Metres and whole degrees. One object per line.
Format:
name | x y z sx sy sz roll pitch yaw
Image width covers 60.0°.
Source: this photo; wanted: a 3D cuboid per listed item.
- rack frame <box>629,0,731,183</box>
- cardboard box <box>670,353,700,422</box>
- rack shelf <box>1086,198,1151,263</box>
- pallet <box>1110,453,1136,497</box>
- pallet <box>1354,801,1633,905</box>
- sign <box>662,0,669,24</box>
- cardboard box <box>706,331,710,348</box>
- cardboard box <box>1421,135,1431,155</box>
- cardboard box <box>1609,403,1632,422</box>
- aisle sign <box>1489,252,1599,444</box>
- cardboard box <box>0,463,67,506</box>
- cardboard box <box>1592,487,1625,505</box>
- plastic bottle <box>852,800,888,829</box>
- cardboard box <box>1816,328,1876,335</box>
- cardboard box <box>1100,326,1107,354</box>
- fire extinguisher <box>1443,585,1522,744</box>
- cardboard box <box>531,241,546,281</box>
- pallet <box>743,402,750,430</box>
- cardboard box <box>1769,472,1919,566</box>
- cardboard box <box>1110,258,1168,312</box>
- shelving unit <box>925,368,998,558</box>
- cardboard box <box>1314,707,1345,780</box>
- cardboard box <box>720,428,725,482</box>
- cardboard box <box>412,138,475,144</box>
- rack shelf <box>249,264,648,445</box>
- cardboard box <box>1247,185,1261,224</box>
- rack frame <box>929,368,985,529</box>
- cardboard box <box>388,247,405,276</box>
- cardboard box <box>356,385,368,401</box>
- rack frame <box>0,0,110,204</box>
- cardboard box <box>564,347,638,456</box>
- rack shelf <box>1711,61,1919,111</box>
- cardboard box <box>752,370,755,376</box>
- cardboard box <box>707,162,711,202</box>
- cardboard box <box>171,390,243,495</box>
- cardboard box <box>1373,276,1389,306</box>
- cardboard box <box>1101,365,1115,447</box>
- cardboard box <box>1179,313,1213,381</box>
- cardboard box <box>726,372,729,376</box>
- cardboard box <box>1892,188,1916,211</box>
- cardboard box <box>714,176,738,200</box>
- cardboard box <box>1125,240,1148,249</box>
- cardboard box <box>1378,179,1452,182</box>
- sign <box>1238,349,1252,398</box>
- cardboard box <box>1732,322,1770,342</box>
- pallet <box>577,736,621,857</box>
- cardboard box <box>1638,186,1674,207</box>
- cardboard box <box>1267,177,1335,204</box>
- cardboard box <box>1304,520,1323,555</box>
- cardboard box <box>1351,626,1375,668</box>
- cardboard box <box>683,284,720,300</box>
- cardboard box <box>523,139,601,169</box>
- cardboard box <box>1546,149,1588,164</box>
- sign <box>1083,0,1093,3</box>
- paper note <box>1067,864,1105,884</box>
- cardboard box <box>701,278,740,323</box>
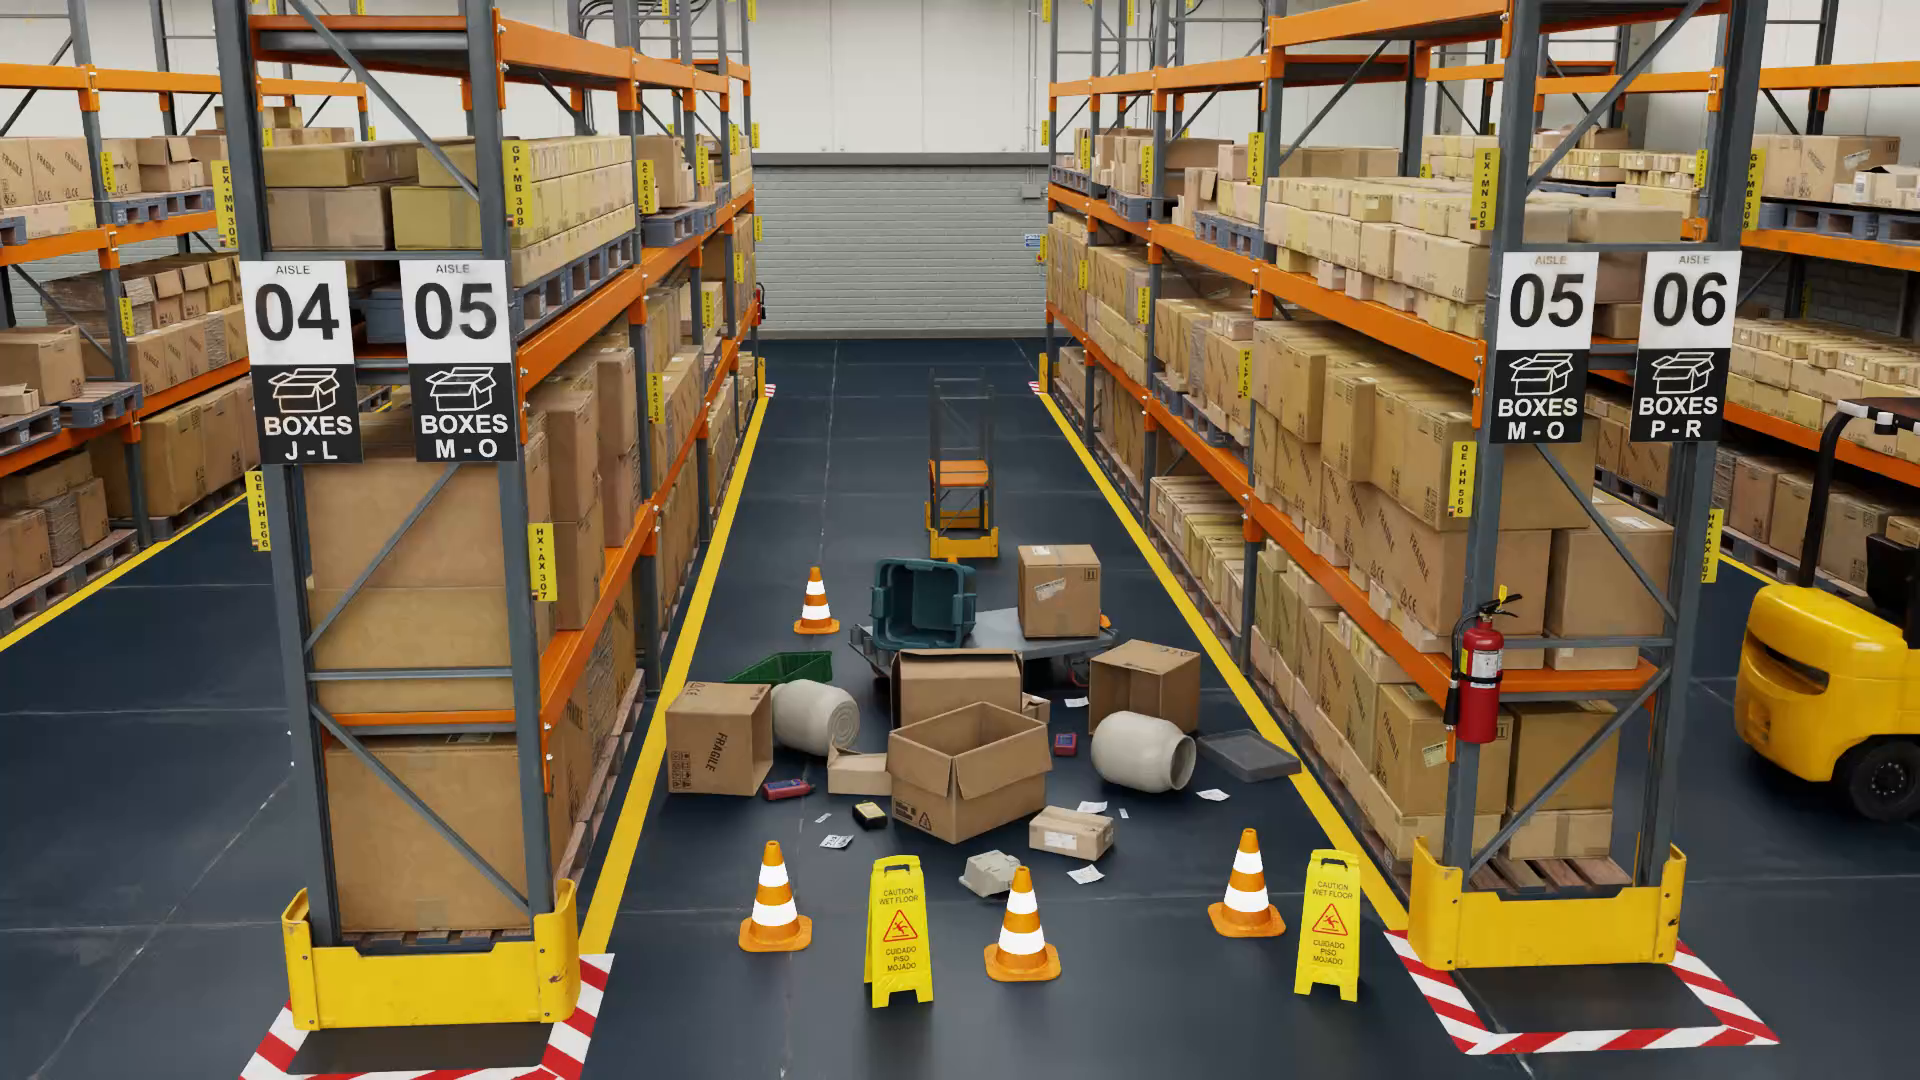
rack frame | -2.994 -5.334 17.699 1.000 3.000 0.127 -1 14 -3
cardboard box | -2.421 -1.251 13.666 0.500 0.500 0.500 -1 14 -3
rack shelf | 2.064 -3.137 16.624 1.077 0.370 4.000 -1 14 -3
pallet | 2.141 -0.685 17.265 1.003 0.211 1.213 -1 14 -3
pallet | 2.664 1.583 8.450 1.003 0.211 1.213 -1 14 -3
sign | -3.784 -6.811 21.407 0.100 0.325 0.005 -1 14 -3
cardboard box | -2.657 -1.960 16.285 0.380 0.149 0.250 -1 14 -3
cardboard box | 6.423 -5.255 22.111 0.500 0.250 0.500 -1 14 -4
cardboard box | 6.851 -1.301 16.935 0.380 0.149 0.250 -1 14 -4
aisle sign | 2.398 -0.785 6.841 0.394 0.787 0.004 -1 14 -3
cardboard box | -7.589 -0.450 13.385 0.500 0.250 0.500 1 14 3
cardboard box | 2.895 0.011 8.167 0.500 0.500 0.500 0 14 -2
plastic bottle | -0.507 1.494 9.098 0.133 0.061 0.283 -6 16 -23
cardboard box | 7.531 -1.709 14.147 0.380 0.149 0.250 -1 14 -5
cardboard box | 1.753 -2.088 17.422 0.500 0.250 0.500 -1 14 -4
fire extinguisher | 2.230 0.527 7.113 0.296 0.674 0.183 -1 14 -3
cardboard box | -1.969 -1.181 7.037 0.380 0.149 0.250 -1 14 -3
pallet | -3.150 -1.549 20.623 1.003 0.211 1.213 -1 14 -3
cardboard box | 7.257 -0.181 13.634 0.875 0.625 0.625 -1 15 -6
cardboard box | 1.806 -2.570 16.787 0.500 0.500 0.500 -1 14 -4
shelving unit | 0.005 -0.707 14.766 0.587 1.500 1.083 -1 14 -3
cardboard box | 2.302 1.126 9.304 0.500 0.250 0.500 -1 14 -5
cardboard box | -2.607 -0.859 16.520 0.500 0.500 0.500 -1 14 -5
cardboard box | -2.750 -2.059 8.849 0.380 0.149 0.250 -1 14 -3
rack shelf | -2.375 -1.046 8.496 1.077 0.370 4.000 -1 14 -3
cardboard box | 2.255 -2.267 11.257 0.500 0.250 0.500 -1 14 -5
rack frame | -0.026 -0.832 15.248 0.500 1.500 0.032 -1 14 -3
cardboard box | -2.641 -1.231 7.233 0.380 0.149 0.250 -1 14 -3
cardboard box | -8.023 -2.162 20.832 0.875 0.875 0.875 -1 14 -3
rack frame | -7.703 -4.288 13.633 1.000 3.000 0.127 -1 14 -3
cardboard box | -2.360 -0.808 9.677 0.875 0.550 0.550 -1 14 -3
rack shelf | 7.265 -3.479 12.735 1.077 0.370 4.000 -1 14 -3
cardboard box | -2.925 -2.264 22.086 0.380 0.149 0.250 -1 14 -5
cardboard box | -2.555 -3.206 15.245 0.500 0.500 0.500 -1 14 -3
cardboard box | -7.773 -0.951 16.123 1.225 0.875 0.875 -1 14 -3
cardboard box | 2.331 -1.280 8.467 0.380 0.149 0.250 -1 14 -5
cardboard box | 2.058 -1.552 18.459 0.875 0.875 0.875 0 14 -2
cardboard box | 2.063 -1.554 13.408 0.500 0.500 0.500 -1 14 -2
cardboard box | -2.904 -1.956 20.292 0.380 0.149 0.250 -1 15 -6
cardboard box | 7.018 -2.470 12.047 0.380 0.149 0.250 -1 14 -4
cardboard box | -2.760 -3.928 18.555 0.500 0.250 0.500 0 14 -1
cardboard box | 2.152 -3.185 19.179 0.500 0.500 0.500 -1 14 -3
cardboard box | 2.766 -2.119 10.127 0.380 0.149 0.250 -1 14 -5
sign | 1.882 -1.092 10.927 0.100 0.325 0.005 -1 14 -3
cardboard box | 6.885 -1.826 14.599 0.380 0.149 0.250 -1 14 -2
pallet | -2.451 1.406 9.139 1.003 0.211 1.213 -1 14 -3
cardboard box | 6.835 -3.242 15.888 0.500 0.250 0.500 -1 14 -3
cardboard box | 2.129 -2.175 10.343 0.380 0.149 0.250 -1 14 -4
cardboard box | 2.205 -0.018 9.579 0.380 0.149 0.250 -1 14 -3
cardboard box | 2.271 0.557 8.711 0.380 0.149 0.250 -1 14 -3
cardboard box | -2.757 -2.635 17.715 0.380 0.149 0.250 -1 14 -5
cardboard box | -2.081 -2.008 8.653 0.380 0.149 0.250 -1 14 -4
cardboard box | 6.535 -4.125 17.882 0.380 0.149 0.250 -1 14 -4
sign | 1.384 -5.962 17.948 0.100 0.325 0.005 -1 14 -3
paper note | 0.638 1.688 8.406 0.148 0.019 0.142 -6 16 -23
cardboard box | -2.774 -2.748 18.891 0.500 0.500 0.500 -1 14 -4
